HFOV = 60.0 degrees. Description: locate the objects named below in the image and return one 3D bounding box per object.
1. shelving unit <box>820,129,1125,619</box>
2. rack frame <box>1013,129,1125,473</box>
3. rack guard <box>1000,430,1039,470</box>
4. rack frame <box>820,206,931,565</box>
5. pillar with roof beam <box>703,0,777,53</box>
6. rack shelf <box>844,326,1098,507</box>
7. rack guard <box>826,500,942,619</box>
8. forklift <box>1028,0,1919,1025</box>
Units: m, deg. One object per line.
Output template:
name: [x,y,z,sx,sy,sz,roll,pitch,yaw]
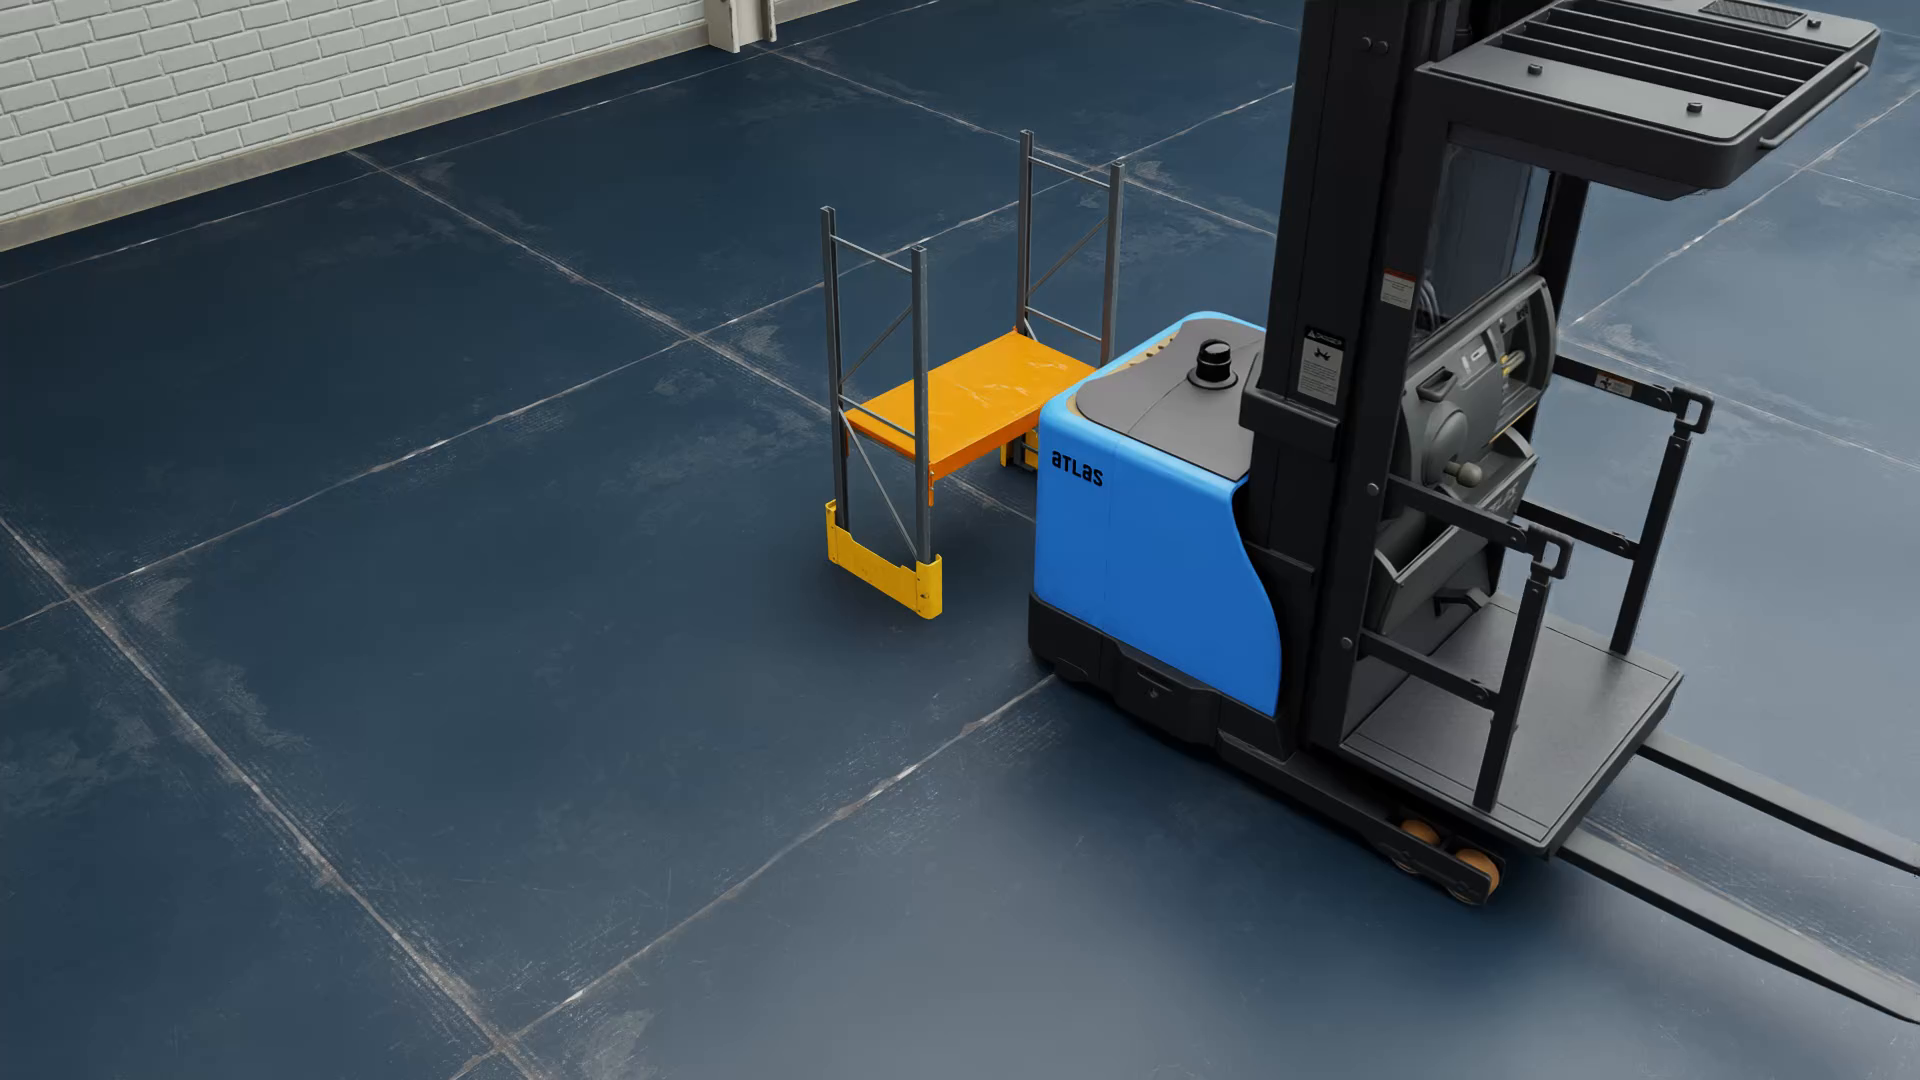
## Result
shelving unit: [0.054,-0.646,6.365,0.587,1.500,1.083,30,45,35]
rack frame: [0.418,-0.856,6.667,0.500,1.500,0.032,30,45,35]
rack guard: [0.405,-0.336,7.013,0.587,0.250,0.087,30,45,35]
rack frame: [-0.298,-0.443,6.075,0.500,1.500,0.032,30,45,35]
pillar with roof beam: [1.503,-5.505,6.777,9.100,9.000,0.400,30,45,35]
rack shelf: [0.060,-0.502,6.474,0.538,0.185,1.000,30,45,35]
rack guard: [-0.297,0.069,6.433,0.587,0.250,0.087,30,45,35]
forklift: [1.691,-0.422,4.793,3.031,2.935,1.130,26,43,33]
